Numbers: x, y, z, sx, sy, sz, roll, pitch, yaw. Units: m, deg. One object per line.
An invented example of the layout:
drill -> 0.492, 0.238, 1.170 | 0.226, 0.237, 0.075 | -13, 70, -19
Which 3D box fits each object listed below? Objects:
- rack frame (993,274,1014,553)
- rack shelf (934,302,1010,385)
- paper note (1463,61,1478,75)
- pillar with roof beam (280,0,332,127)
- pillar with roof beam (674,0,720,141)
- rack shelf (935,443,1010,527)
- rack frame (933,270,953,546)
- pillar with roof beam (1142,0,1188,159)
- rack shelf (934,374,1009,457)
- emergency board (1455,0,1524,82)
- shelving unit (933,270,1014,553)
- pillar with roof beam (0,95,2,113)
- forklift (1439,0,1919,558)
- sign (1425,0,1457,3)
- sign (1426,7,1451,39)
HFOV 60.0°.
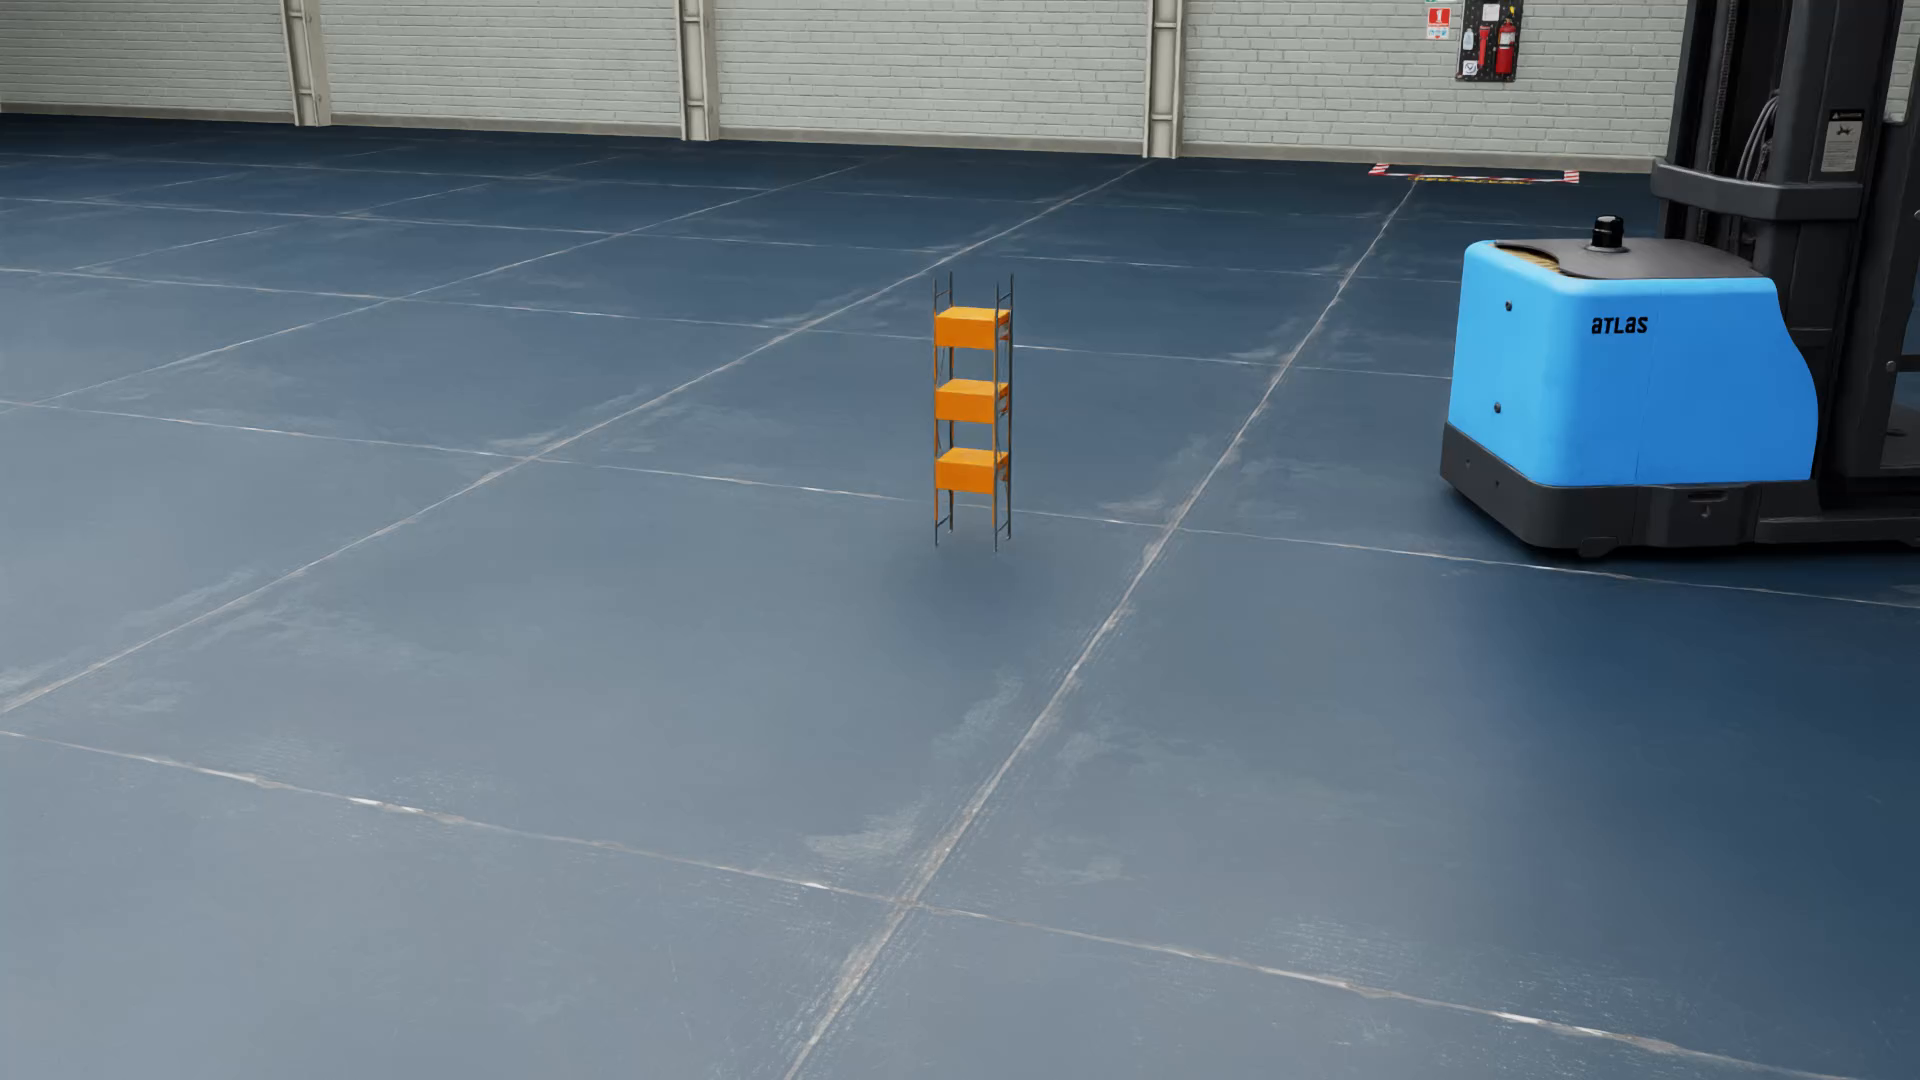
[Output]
rack frame -> 0.166, -0.477, 6.349 | 0.008, 1.050, 0.200 | 7, 20, 18
rack shelf -> 0.051, -0.748, 6.297 | 0.240, 0.259, 0.215 | 7, 20, 18
paper note -> 5.558, -5.145, 18.118 | 0.142, 0.148, 0.016 | 7, 20, 18
pillar with roof beam -> -10.391, -8.680, 17.807 | 0.400, 9.000, 9.100 | 7, 20, 18
pillar with roof beam -> -4.724, -8.032, 15.948 | 0.400, 9.000, 9.100 | 7, 20, 18
rack shelf -> 0.051, -0.218, 6.482 | 0.240, 0.259, 0.215 | 7, 20, 18
rack frame -> -0.065, -0.503, 6.425 | 0.008, 1.050, 0.200 | 7, 20, 18
pillar with roof beam -> 0.944, -7.384, 14.088 | 0.400, 9.000, 9.100 | 7, 20, 18
rack shelf -> 0.051, -0.480, 6.390 | 0.240, 0.259, 0.215 | 7, 20, 18
emergency board -> 5.703, -5.520, 17.856 | 0.643, 1.169, 0.194 | 7, 20, 18
shelving unit -> 0.051, -0.490, 6.387 | 0.252, 1.050, 0.215 | 7, 20, 18
pillar with roof beam -> -16.059, -9.328, 19.666 | 0.400, 9.000, 9.100 | 7, 20, 18
forklift -> 3.613, -1.500, 6.427 | 3.031, 2.935, 1.130 | -2, 19, -5
sign -> 5.216, -5.876, 18.017 | 0.331, 0.109, 0.001 | 7, 20, 18
sign -> 5.214, -5.629, 18.114 | 0.234, 0.329, 0.001 | 7, 20, 18
